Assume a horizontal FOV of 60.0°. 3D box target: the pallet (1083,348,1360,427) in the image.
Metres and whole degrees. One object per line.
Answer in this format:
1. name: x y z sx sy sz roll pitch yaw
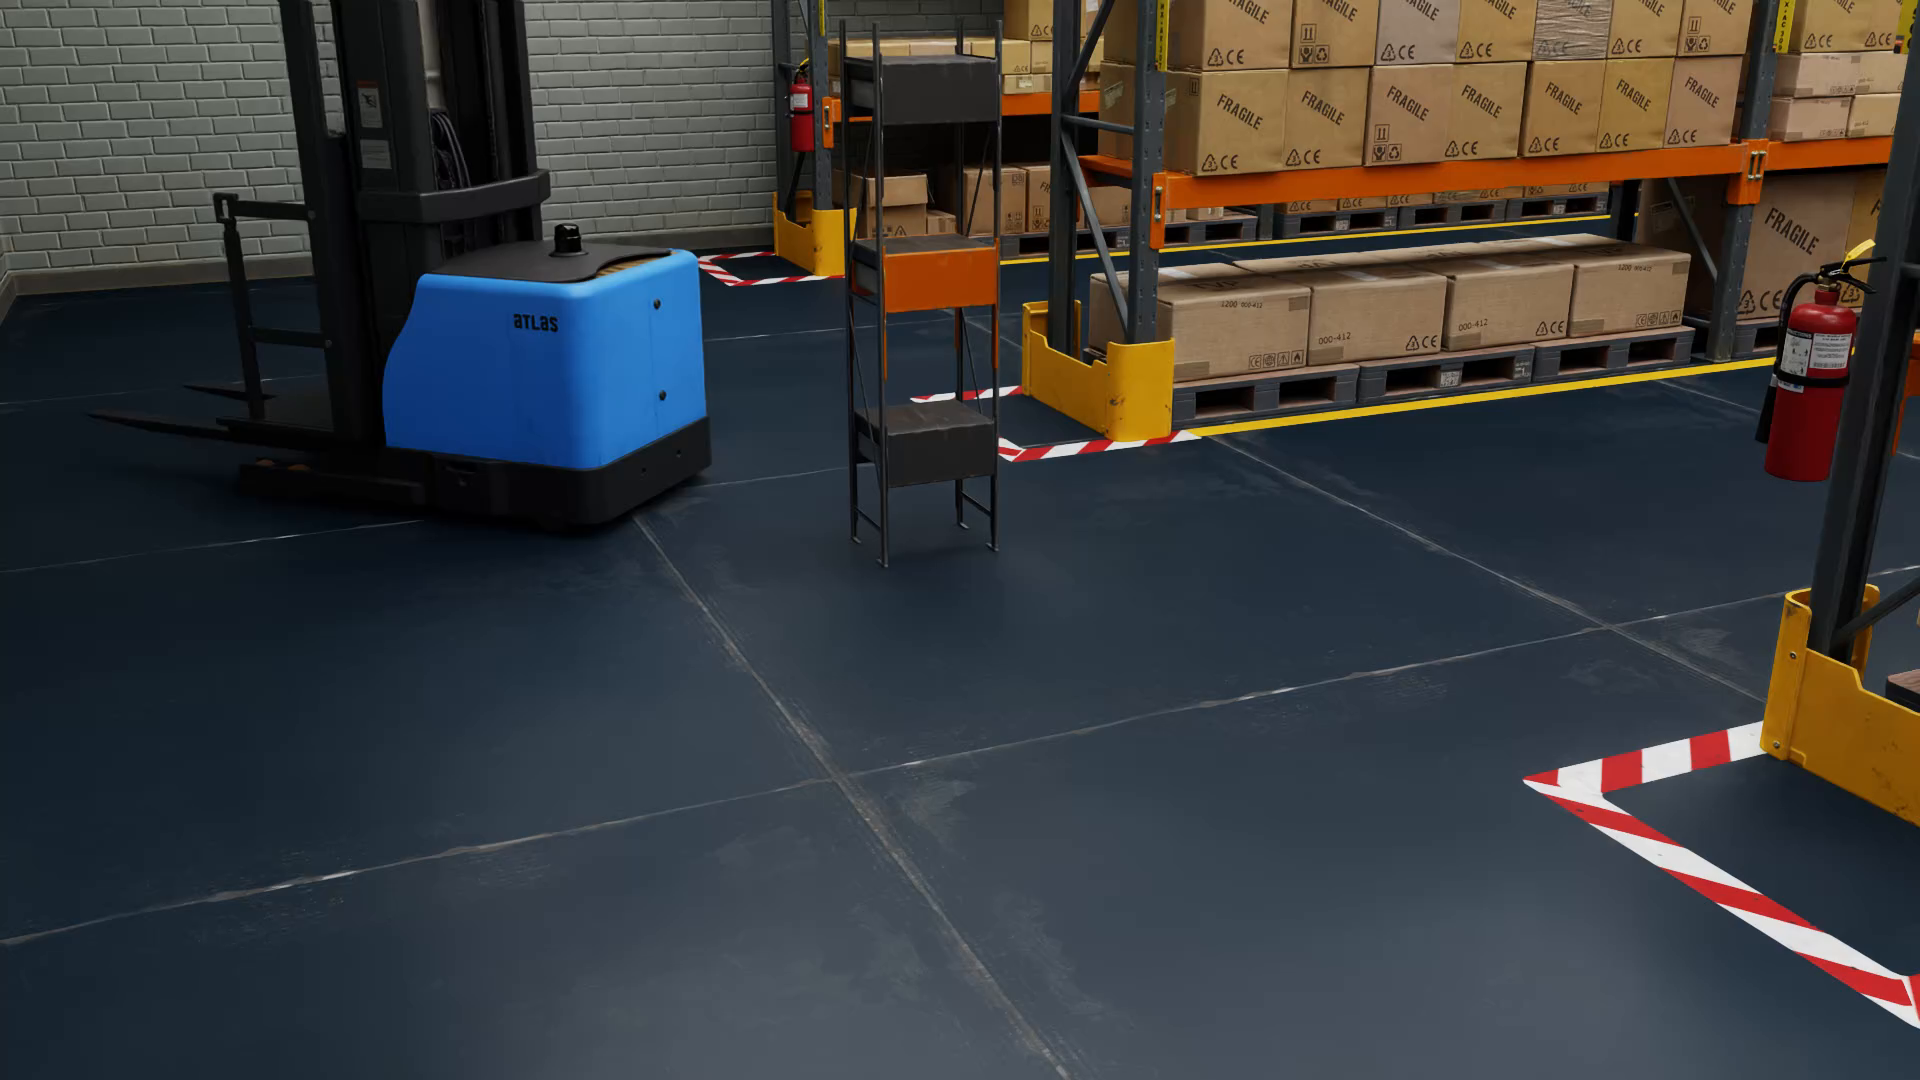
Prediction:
1. pallet: 1.442 -0.920 9.318 1.213 0.211 1.003 -8 21 -22

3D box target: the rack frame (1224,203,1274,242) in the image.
1. rack frame: 2.442 -4.146 14.281 0.127 3.000 1.000 -8 21 -22

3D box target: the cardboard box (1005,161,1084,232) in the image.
1. cardboard box: 0.694 -2.830 13.675 0.500 0.500 0.500 -8 21 -21

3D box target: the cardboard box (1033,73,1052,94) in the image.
1. cardboard box: 0.616 -3.656 13.267 0.250 0.149 0.380 -8 21 -21

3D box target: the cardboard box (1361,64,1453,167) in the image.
1. cardboard box: 2.221 -2.266 8.790 0.500 0.500 0.500 -8 21 -22

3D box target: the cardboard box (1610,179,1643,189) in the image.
1. cardboard box: 6.693 -3.828 16.321 0.625 0.625 0.875 -7 21 -20

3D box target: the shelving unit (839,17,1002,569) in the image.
1. shelving unit: -0.152 -0.969 6.611 0.503 2.100 0.431 -8 21 -22

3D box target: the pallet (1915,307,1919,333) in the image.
1. pallet: 6.213 -1.604 11.259 1.213 0.211 1.003 -8 21 -22

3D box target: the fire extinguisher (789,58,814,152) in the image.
1. fire extinguisher: -1.182 -3.247 12.406 0.183 0.674 0.296 -8 21 -22

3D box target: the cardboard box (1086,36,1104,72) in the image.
1. cardboard box: 1.154 -3.942 13.480 0.500 0.250 0.500 -8 21 -22

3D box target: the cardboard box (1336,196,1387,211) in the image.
1. cardboard box: 3.461 -3.233 14.819 0.500 0.500 0.500 -8 21 -23

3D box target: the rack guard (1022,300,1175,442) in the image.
1. rack guard: 0.717 -0.924 8.895 0.348 0.500 1.175 -8 21 -22

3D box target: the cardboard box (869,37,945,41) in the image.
1. cardboard box: -0.439 -3.898 13.355 0.500 0.250 0.500 -8 21 -22

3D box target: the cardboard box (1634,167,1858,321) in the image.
1. cardboard box: 4.950 -1.935 10.567 0.875 0.875 0.875 -7 21 -20

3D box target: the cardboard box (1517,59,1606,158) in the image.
1. cardboard box: 3.161 -2.401 9.174 0.500 0.500 0.500 -8 21 -23

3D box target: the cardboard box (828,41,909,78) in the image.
1. cardboard box: -0.707 -3.667 12.698 0.500 0.250 0.500 -8 21 -22

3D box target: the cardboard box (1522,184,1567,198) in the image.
1. cardboard box: 5.348 -3.507 15.598 0.500 0.500 0.500 -8 21 -23

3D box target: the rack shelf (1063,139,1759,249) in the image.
1. rack shelf: 2.576 -2.030 9.355 4.000 0.370 1.077 -8 21 -22

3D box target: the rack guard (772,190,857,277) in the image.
1. rack guard: -1.161 -2.451 13.230 0.348 0.500 1.175 -8 21 -22

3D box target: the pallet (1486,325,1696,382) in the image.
1. pallet: 3.683 -1.241 10.230 1.213 0.211 1.003 -8 21 -22

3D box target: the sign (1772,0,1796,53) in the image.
1. sign: 4.633 -2.910 9.346 0.005 0.325 0.100 -8 21 -22

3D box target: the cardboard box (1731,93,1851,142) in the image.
1. cardboard box: 4.921 -2.539 9.944 0.500 0.250 0.500 -9 21 -23

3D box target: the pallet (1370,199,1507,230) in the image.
1. pallet: 4.296 -3.111 15.540 1.213 0.211 1.003 -8 21 -22

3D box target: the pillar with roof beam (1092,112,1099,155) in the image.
1. pillar with roof beam: 3.151 -5.846 10.076 0.400 9.000 9.100 -8 21 -22

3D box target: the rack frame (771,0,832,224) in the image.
1. rack frame: -1.230 -3.620 12.786 0.127 3.000 1.000 -8 21 -22

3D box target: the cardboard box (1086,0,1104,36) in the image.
1. cardboard box: 0.970 -4.455 13.806 0.500 0.500 0.500 -9 21 -23

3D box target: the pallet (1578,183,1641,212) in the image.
1. pallet: 6.887 -3.453 16.512 1.213 0.211 1.003 -8 21 -22

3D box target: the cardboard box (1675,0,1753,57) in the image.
1. cardboard box: 4.088 -3.005 9.385 0.500 0.500 0.500 -8 21 -22

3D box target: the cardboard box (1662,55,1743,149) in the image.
1. cardboard box: 4.087 -2.541 9.572 0.500 0.500 0.500 -8 21 -21

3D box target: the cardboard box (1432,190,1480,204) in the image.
1. cardboard box: 4.399 -3.364 15.190 0.500 0.500 0.500 -9 21 -24

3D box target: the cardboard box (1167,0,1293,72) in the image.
1. cardboard box: 1.293 -2.602 8.239 0.500 0.500 0.500 -9 21 -23

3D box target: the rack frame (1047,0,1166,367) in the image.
1. rack frame: 0.739 -2.107 8.489 0.127 3.000 1.000 -8 21 -22

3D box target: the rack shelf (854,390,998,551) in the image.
1. rack shelf: -0.152 -0.295 6.848 0.480 0.518 0.431 -8 21 -22

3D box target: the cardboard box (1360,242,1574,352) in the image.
1. cardboard box: 2.971 -1.455 9.862 0.875 0.438 0.875 -9 21 -24

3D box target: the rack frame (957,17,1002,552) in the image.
1. rack frame: 0.072 -1.001 6.703 0.015 2.100 0.400 -8 21 -22

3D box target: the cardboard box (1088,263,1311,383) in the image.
1. cardboard box: 1.306 -1.214 9.178 0.875 0.438 0.875 -9 21 -24

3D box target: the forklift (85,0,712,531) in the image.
1. forklift: -2.737 -1.711 7.470 3.031 2.935 1.130 7 21 20

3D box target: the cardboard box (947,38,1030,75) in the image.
1. cardboard box: 0.220 -3.801 13.079 0.500 0.250 0.500 -9 21 -23

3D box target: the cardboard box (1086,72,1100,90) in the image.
1. cardboard box: 1.034 -3.758 13.557 0.250 0.149 0.380 -8 21 -21

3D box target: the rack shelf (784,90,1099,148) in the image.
1. rack shelf: 0.606 -3.544 13.653 4.000 0.370 1.077 -8 21 -22

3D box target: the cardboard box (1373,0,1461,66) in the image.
1. cardboard box: 2.234 -2.742 8.637 0.500 0.500 0.500 -8 21 -22

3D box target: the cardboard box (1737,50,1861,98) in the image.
1. cardboard box: 4.928 -2.770 9.845 0.500 0.250 0.500 -9 21 -23

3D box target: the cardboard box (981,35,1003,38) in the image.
1. cardboard box: 0.498 -4.031 13.731 0.500 0.250 0.500 -8 21 -22

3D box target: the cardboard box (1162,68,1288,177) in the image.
1. cardboard box: 1.294 -2.129 8.403 0.500 0.500 0.500 -8 21 -22

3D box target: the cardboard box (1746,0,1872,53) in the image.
1. cardboard box: 4.930 -3.122 9.716 0.500 0.500 0.500 -8 21 -21

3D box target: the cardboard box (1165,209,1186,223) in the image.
1. cardboard box: 1.719 -2.845 14.069 0.258 0.266 0.396 -7 21 -20

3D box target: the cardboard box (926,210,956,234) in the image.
1. cardboard box: -0.226 -2.569 13.461 0.250 0.149 0.380 -9 21 -24

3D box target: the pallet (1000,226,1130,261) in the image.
1. pallet: 0.690 -2.579 14.029 1.213 0.211 1.003 -8 21 -22

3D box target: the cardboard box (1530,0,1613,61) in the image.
1. cardboard box: 3.155 -2.871 9.004 0.500 0.500 0.500 -8 21 -21

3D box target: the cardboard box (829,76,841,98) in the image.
1. cardboard box: -0.820 -3.461 12.713 0.250 0.149 0.380 -8 21 -22

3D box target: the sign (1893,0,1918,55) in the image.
1. sign: 2.591 -1.478 4.483 0.005 0.325 0.100 -8 21 -22
